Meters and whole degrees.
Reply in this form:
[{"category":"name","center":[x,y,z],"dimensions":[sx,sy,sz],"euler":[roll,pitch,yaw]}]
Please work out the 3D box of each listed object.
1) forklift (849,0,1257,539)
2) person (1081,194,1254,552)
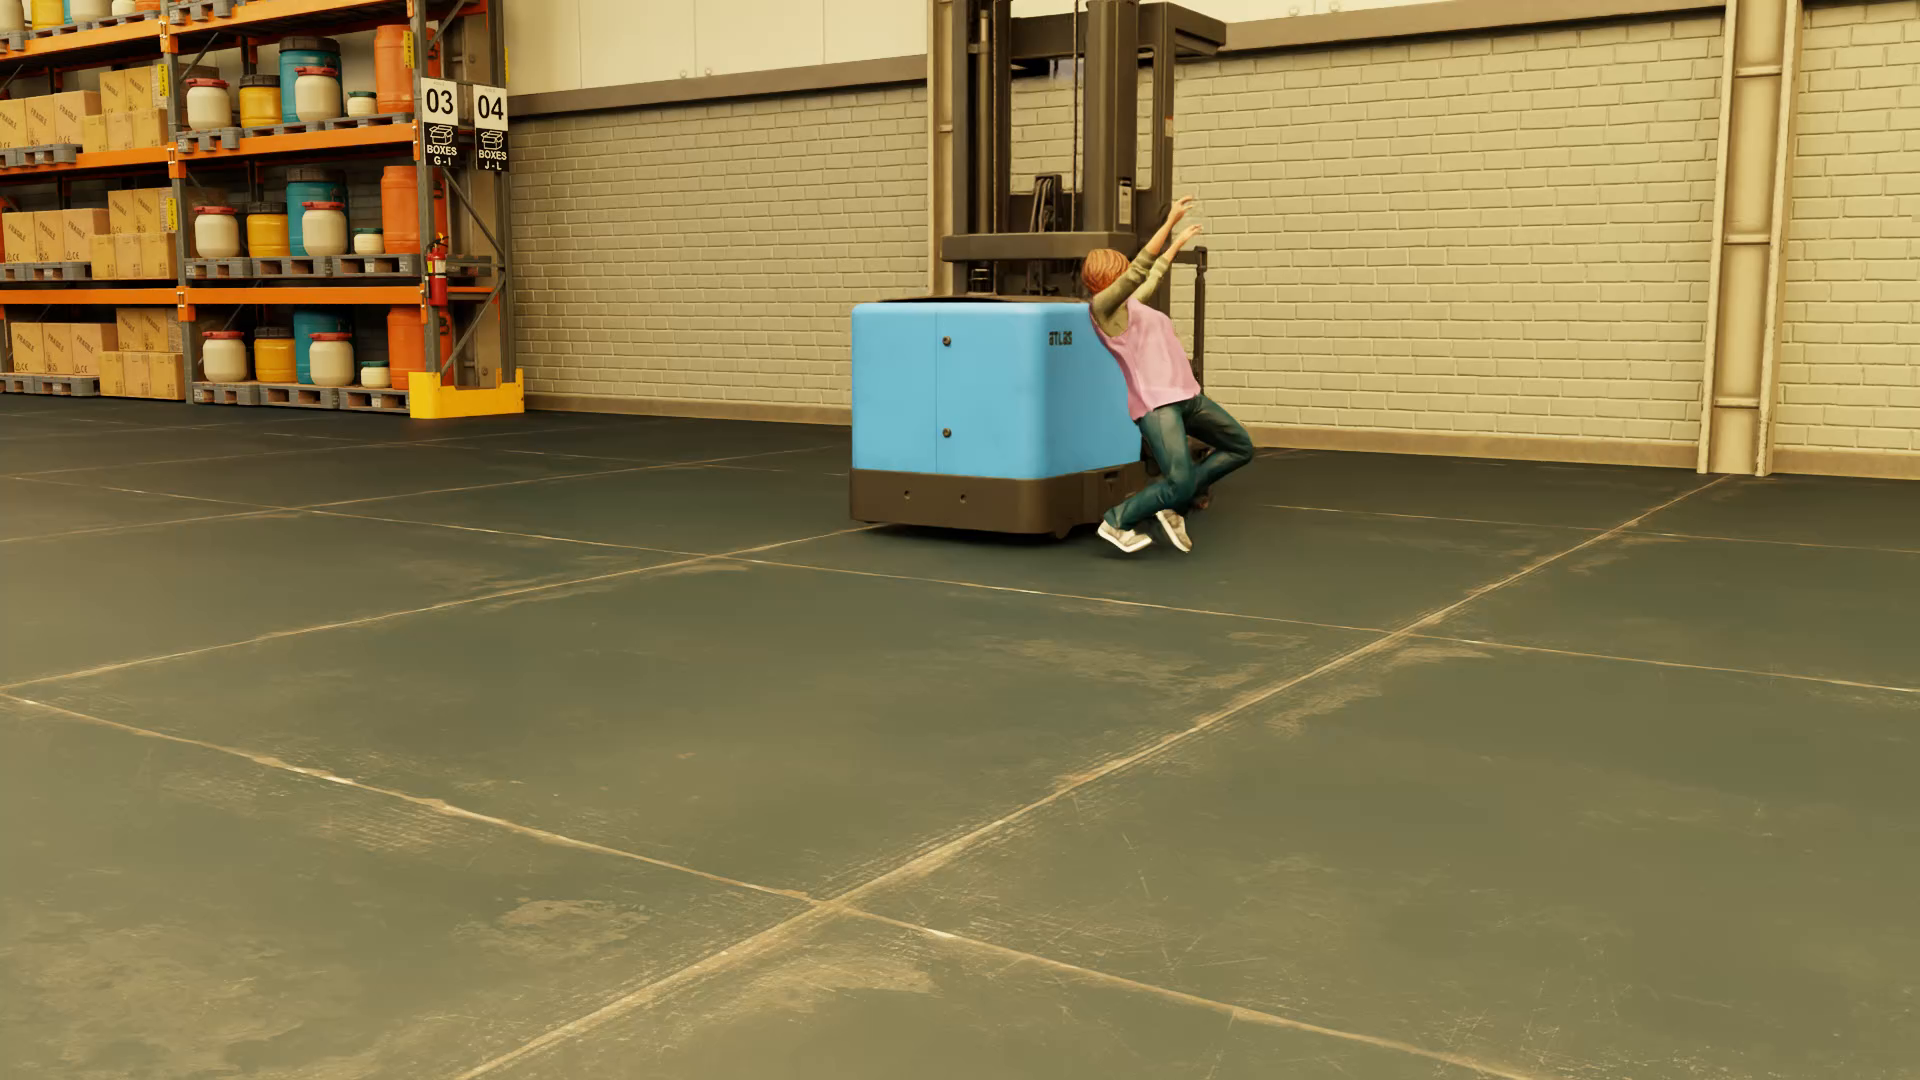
[{"category":"forklift","center":[0.682,-1.620,8.588],"dimensions":[1.130,2.935,3.031],"euler":[5,9,31]},{"category":"person","center":[0.885,-0.686,7.086],"dimensions":[0.696,1.503,0.884],"euler":[4,9,28]}]
